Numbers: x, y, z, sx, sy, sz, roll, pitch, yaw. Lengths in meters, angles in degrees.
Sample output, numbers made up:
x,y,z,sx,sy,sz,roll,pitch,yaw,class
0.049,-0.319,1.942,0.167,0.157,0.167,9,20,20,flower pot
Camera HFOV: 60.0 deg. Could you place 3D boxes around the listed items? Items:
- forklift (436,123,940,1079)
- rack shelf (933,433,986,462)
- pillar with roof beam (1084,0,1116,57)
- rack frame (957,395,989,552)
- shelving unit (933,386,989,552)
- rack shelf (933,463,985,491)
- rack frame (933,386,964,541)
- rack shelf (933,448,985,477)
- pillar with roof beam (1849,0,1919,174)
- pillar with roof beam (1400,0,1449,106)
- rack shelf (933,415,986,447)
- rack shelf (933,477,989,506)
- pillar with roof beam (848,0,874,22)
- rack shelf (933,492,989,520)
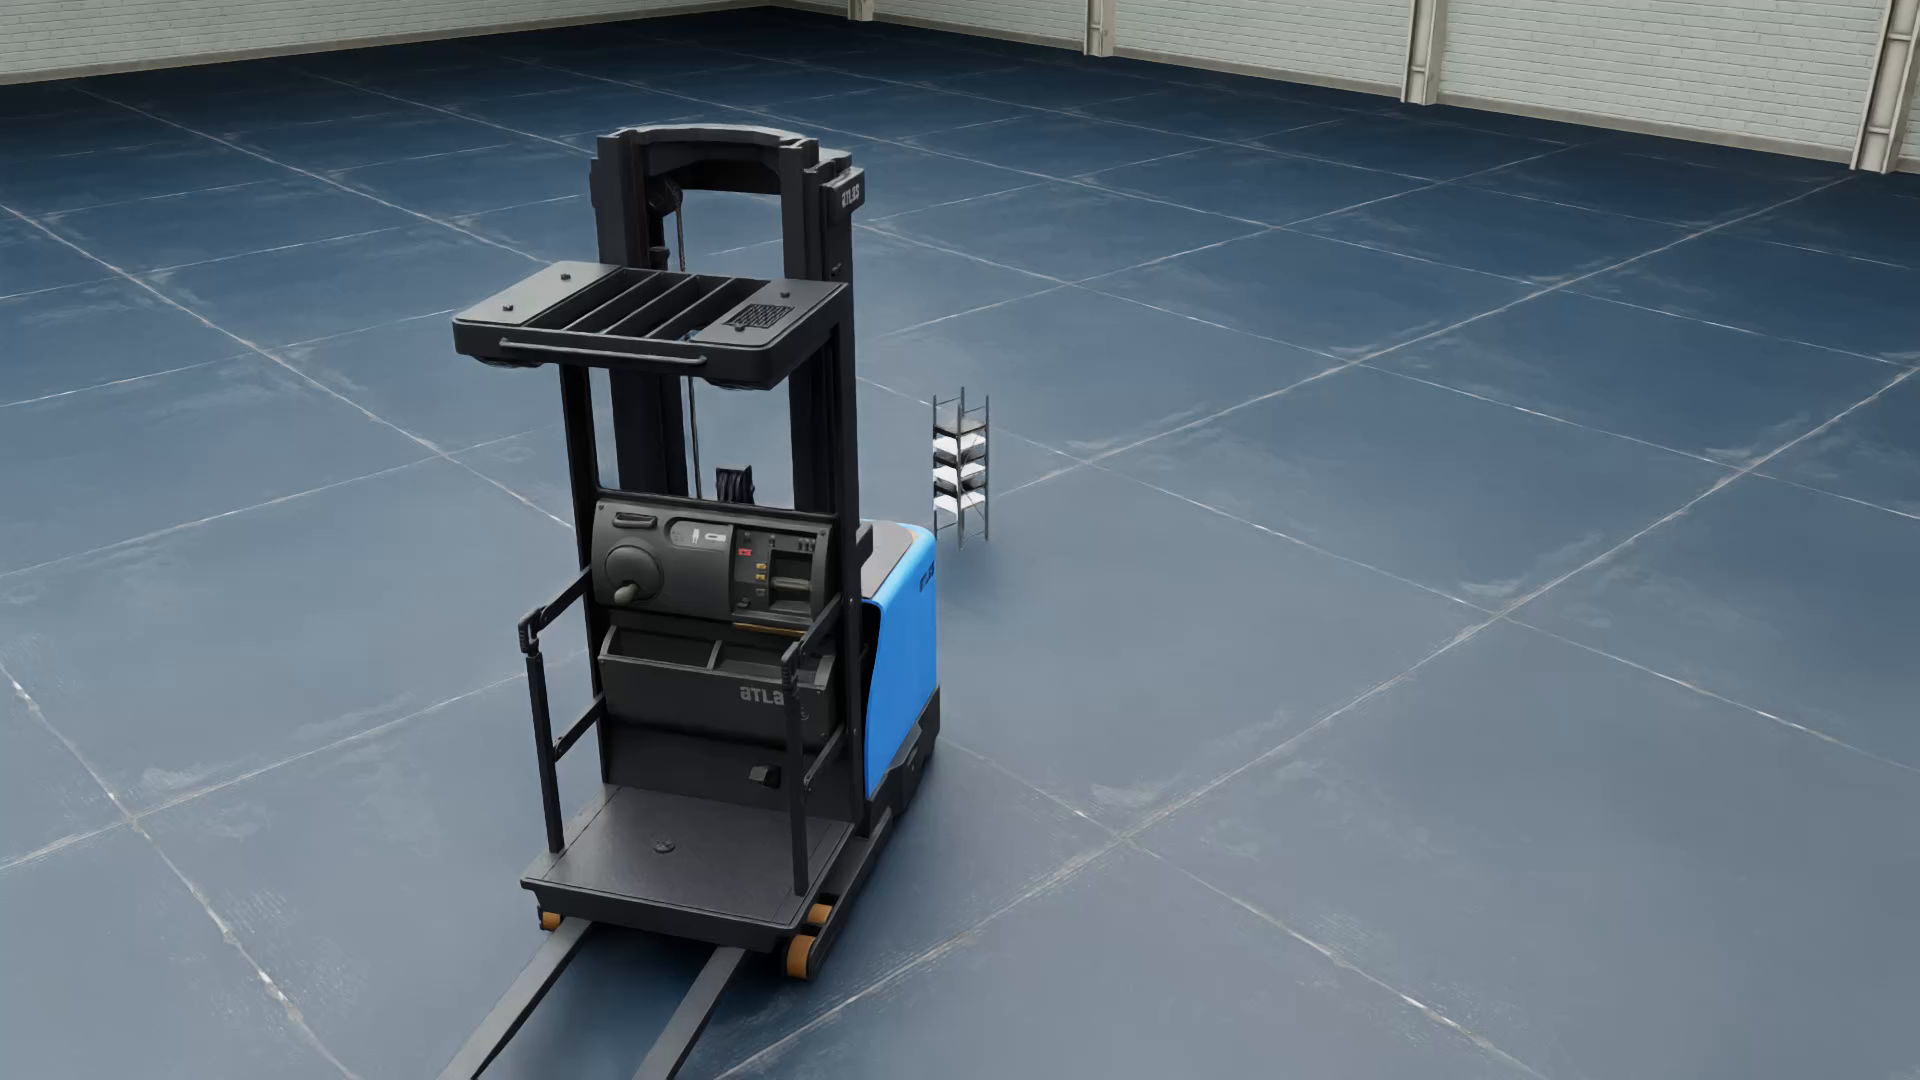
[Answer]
x,y,z,sx,sy,sz,roll,pitch,yaw,class
-0.982,0.117,5.962,1.130,2.935,3.031,7,25,14,forklift
0.006,-0.540,9.497,0.258,0.077,0.200,-21,32,-38,rack shelf
-0.888,-10.753,22.479,9.100,9.000,0.400,-21,32,-38,pillar with roof beam
0.075,-0.376,9.490,0.240,0.900,0.006,-21,32,-38,rack frame
0.006,-0.407,9.558,0.258,0.900,0.210,-21,32,-38,shelving unit
0.006,-0.377,9.572,0.258,0.077,0.200,-21,32,-38,rack shelf
-0.064,-0.438,9.625,0.240,0.900,0.006,-21,32,-38,rack frame
0.006,-0.459,9.534,0.258,0.077,0.200,-21,32,-38,rack shelf
7.314,-7.117,14.509,9.100,9.000,0.400,-21,32,-38,pillar with roof beam
3.213,-8.935,18.494,9.100,9.000,0.400,-21,32,-38,pillar with roof beam
0.006,-0.622,9.460,0.258,0.077,0.200,-21,32,-38,rack shelf
0.006,-0.295,9.609,0.258,0.077,0.200,-21,32,-38,rack shelf
-4.989,-12.571,26.463,9.100,9.000,0.400,-21,32,-38,pillar with roof beam
0.006,-0.213,9.646,0.258,0.077,0.200,-21,32,-38,rack shelf
